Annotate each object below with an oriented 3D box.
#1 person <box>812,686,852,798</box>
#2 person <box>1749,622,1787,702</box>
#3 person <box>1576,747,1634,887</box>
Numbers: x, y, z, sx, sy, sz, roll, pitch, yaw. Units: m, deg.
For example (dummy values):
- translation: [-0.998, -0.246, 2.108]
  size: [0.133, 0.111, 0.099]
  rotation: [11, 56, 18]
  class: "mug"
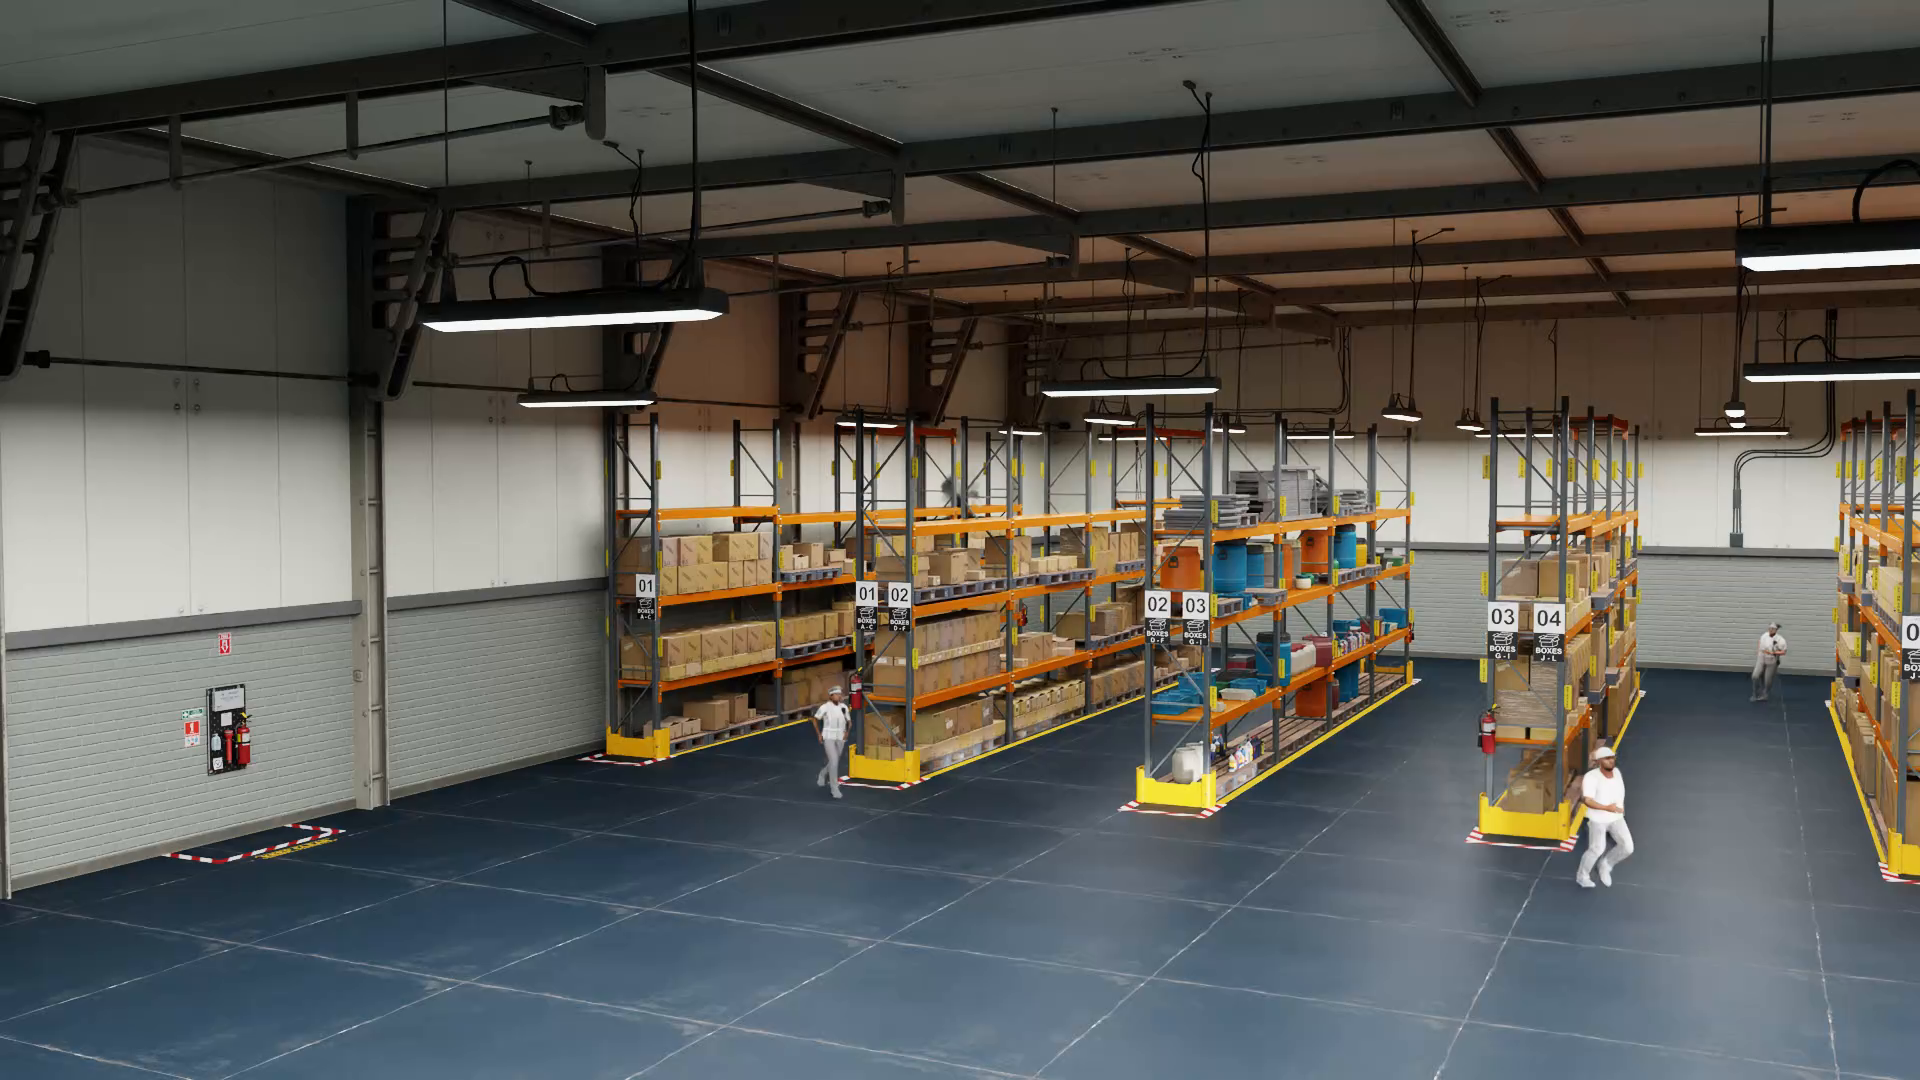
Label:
- translation: [-1.953, 3.095, 25.748]
  size: [0.589, 1.696, 0.835]
  rotation: [-1, 3, -30]
  class: "person"
- translation: [17.437, 2.650, 35.824]
  size: [0.685, 1.808, 0.742]
  rotation: [-2, 3, -42]
  class: "person"
- translation: [7.663, 3.292, 19.673]
  size: [0.717, 1.715, 0.797]
  rotation: [-1, 3, -17]
  class: "person"
